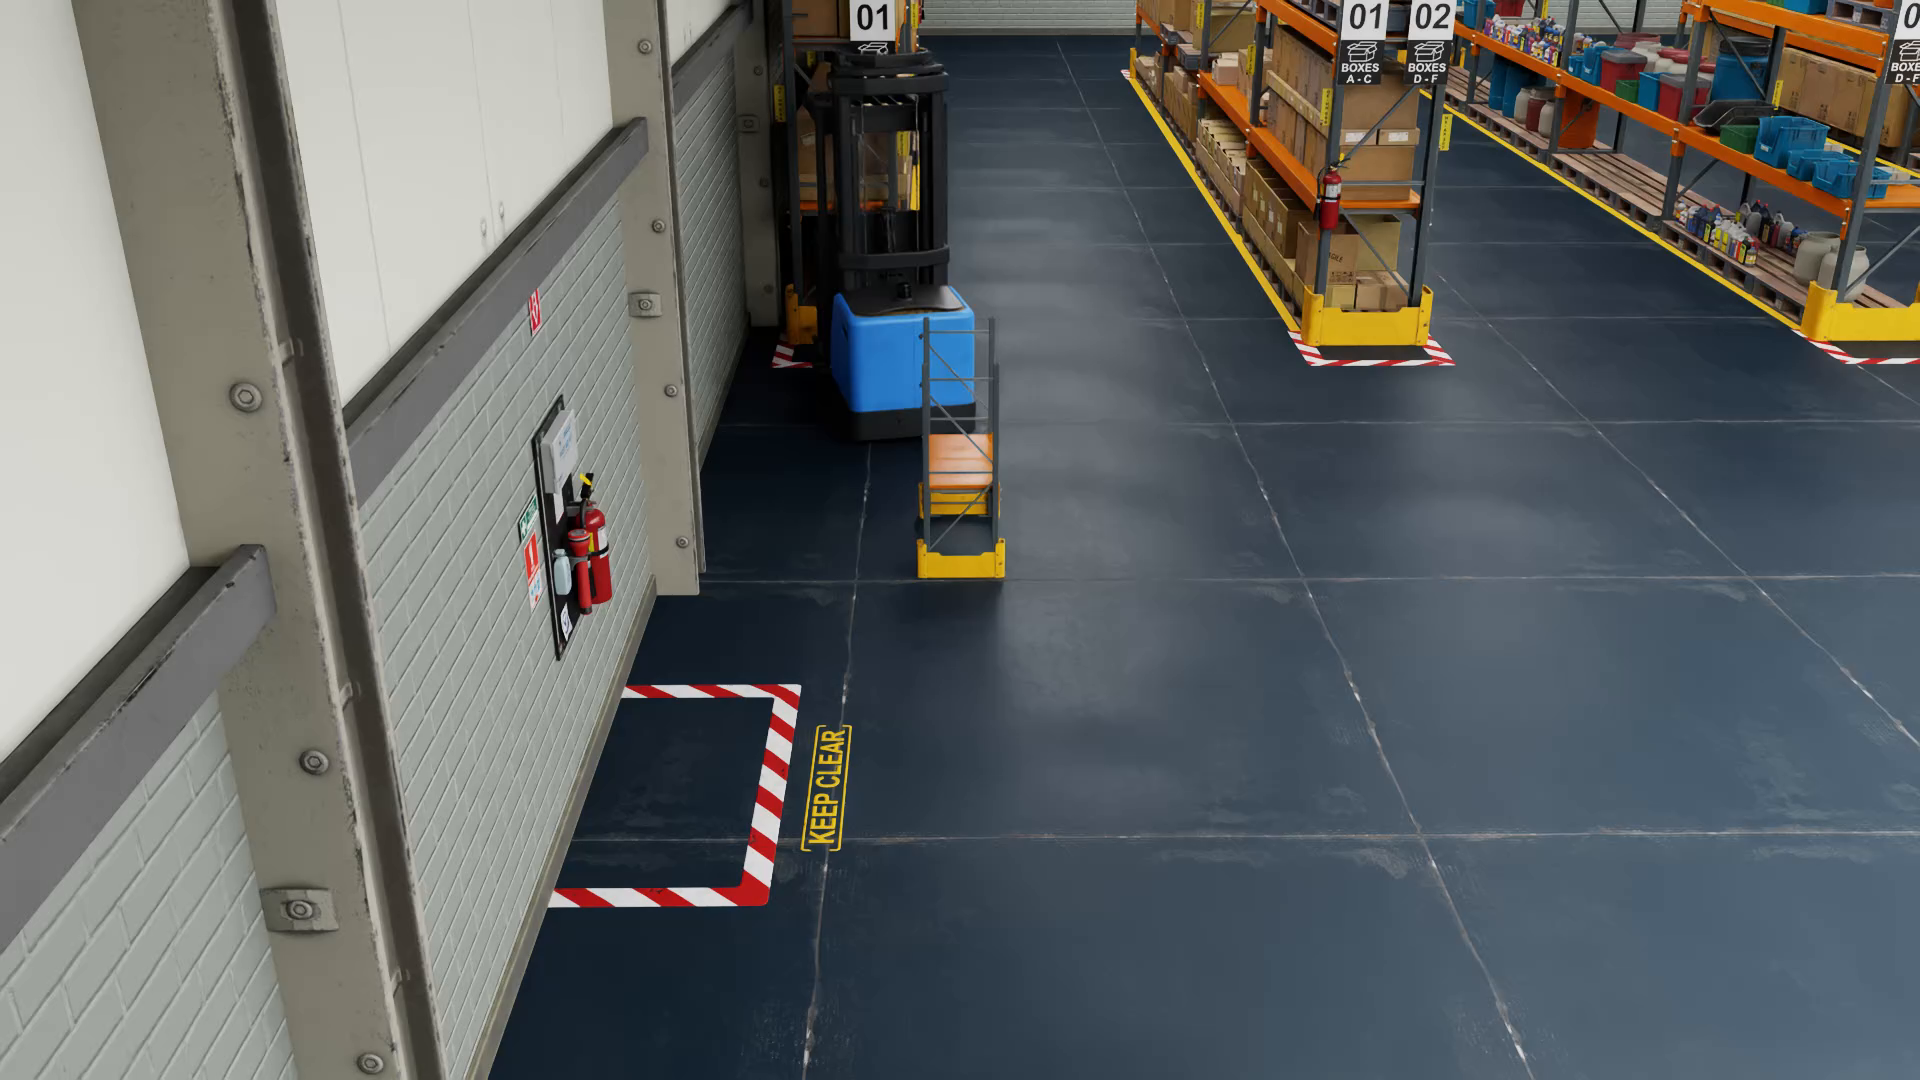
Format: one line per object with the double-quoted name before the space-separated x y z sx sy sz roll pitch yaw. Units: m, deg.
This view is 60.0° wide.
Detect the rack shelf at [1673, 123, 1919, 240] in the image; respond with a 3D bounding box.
"rack shelf" 8.812 -3.815 17.419 1.077 0.370 4.000 0 24 -1

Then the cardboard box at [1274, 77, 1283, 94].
"cardboard box" 3.653 -4.966 18.182 0.380 0.149 0.250 -1 24 -2

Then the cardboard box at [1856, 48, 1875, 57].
"cardboard box" 13.437 -7.305 24.140 0.500 0.500 0.500 -1 24 -2

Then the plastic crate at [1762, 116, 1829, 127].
"plastic crate" 9.073 -4.445 18.118 0.499 0.251 0.616 0 24 -1

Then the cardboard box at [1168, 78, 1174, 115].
"cardboard box" 3.528 -6.884 25.831 0.500 0.500 0.500 0 24 0

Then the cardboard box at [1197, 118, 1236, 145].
"cardboard box" 3.505 -5.572 22.576 0.500 0.311 0.500 1 24 1

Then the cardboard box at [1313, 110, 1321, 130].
"cardboard box" 3.678 -4.113 16.295 0.380 0.149 0.250 0 24 0

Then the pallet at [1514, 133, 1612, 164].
"pallet" 8.696 -5.670 24.030 1.003 0.211 1.213 0 24 -1

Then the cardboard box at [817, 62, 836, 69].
"cardboard box" -1.320 -5.011 18.436 0.500 0.500 0.500 -1 24 -2

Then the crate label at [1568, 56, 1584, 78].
"crate label" 8.376 -6.364 22.384 0.303 0.233 0.416 0 24 -1

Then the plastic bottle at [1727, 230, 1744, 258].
"plastic bottle" 8.398 -3.194 17.944 0.152 0.276 0.135 -1 24 -2

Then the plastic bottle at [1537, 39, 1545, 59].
"plastic bottle" 8.325 -7.025 23.798 0.097 0.271 0.097 0 24 0

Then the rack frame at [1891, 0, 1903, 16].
"rack frame" 8.833 -6.052 14.212 1.000 3.000 0.127 0 24 -1

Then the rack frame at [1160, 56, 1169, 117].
"rack frame" 3.749 -8.243 26.336 1.000 3.000 0.127 0 24 -1

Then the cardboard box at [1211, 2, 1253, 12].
"cardboard box" 3.855 -7.468 23.992 0.700 0.500 0.500 4 25 9

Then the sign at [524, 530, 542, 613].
"sign" -1.988 0.144 7.748 0.001 0.329 0.234 0 24 -1

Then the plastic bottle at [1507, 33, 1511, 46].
"plastic bottle" 8.311 -7.551 25.047 0.097 0.201 0.097 0 24 0

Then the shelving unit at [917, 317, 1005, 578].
"shelving unit" 0.001 -0.652 11.371 0.587 1.500 1.083 0 24 -1

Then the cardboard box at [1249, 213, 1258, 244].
"cardboard box" 3.539 -3.486 18.646 0.500 0.250 0.500 0 24 -1

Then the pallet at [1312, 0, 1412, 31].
"pallet" 3.899 -4.916 15.447 1.003 0.211 1.213 0 24 -1

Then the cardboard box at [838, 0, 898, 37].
"cardboard box" -0.827 -4.835 15.014 0.500 0.500 0.500 0 24 1

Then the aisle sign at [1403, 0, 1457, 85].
"aisle sign" 4.187 -4.457 14.810 0.394 0.787 0.004 0 24 -1

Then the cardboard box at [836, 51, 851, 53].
"cardboard box" -1.087 -5.609 19.856 0.700 0.500 0.500 2 24 5

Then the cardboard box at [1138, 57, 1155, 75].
"cardboard box" 3.434 -8.407 29.502 0.500 0.250 0.500 0 24 -1

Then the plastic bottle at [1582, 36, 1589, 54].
"plastic bottle" 9.081 -7.165 24.109 0.097 0.271 0.097 0 24 0

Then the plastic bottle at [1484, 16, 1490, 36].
"plastic bottle" 8.280 -8.058 26.067 0.061 0.283 0.133 0 24 -1

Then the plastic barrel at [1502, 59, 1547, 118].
"plastic barrel" 8.699 -6.983 25.586 0.600 0.901 0.708 0 24 -1

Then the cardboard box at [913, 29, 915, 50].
"cardboard box" -0.906 -7.178 23.475 0.500 0.500 0.500 1 24 1

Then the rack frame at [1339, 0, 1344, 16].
"rack frame" 3.880 -6.032 14.166 1.000 3.000 0.127 0 24 -1

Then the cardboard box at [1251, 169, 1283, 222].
"cardboard box" 3.542 -3.828 18.491 0.500 0.500 0.500 0 24 -1

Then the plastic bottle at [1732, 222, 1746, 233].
"plastic bottle" 8.538 -3.350 18.289 0.152 0.276 0.135 0 24 -1

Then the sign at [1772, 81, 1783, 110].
"sign" 9.340 -5.091 19.031 0.100 0.325 0.005 0 24 -1

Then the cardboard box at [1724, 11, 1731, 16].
"cardboard box" 13.304 -9.038 28.399 0.380 0.149 0.250 -1 24 -2

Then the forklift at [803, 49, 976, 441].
"forklift" -0.700 -2.712 14.190 1.130 2.935 3.031 -5 25 -12

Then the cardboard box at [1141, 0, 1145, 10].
"cardboard box" 3.458 -9.540 29.082 0.500 0.500 0.500 0 24 -1

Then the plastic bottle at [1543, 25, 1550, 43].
"plastic bottle" 8.915 -7.678 25.242 0.097 0.271 0.097 0 24 0

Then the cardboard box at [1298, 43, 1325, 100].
"cardboard box" 3.864 -4.780 16.983 0.700 0.500 0.500 0 24 -1

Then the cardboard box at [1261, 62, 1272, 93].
"cardboard box" 3.839 -5.526 20.206 0.500 0.500 0.500 1 24 3

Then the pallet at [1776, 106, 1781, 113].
"pallet" 13.725 -7.329 27.699 1.003 0.211 1.213 0 24 -1

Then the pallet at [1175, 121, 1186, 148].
"pallet" 3.812 -6.133 25.055 1.003 0.211 1.213 0 24 -1

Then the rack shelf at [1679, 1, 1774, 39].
"rack shelf" 13.633 -8.782 28.401 1.077 0.370 4.000 0 24 -1

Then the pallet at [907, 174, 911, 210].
"pallet" -1.143 -4.477 21.392 1.003 0.211 1.213 0 24 -1

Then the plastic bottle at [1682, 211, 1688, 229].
"plastic bottle" 8.357 -3.676 19.099 0.097 0.201 0.097 0 24 0

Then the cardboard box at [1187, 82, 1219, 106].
"cardboard box" 3.543 -6.405 23.862 0.500 0.250 0.500 1 24 1

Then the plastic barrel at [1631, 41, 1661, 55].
"plastic barrel" 8.971 -6.243 21.779 0.421 0.512 0.421 0 24 0

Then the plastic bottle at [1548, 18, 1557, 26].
"plastic bottle" 9.042 -7.788 25.389 0.144 0.351 0.185 0 24 -1

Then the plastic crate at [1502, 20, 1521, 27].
"plastic crate" 8.840 -8.363 26.849 0.396 0.136 0.243 0 24 -1

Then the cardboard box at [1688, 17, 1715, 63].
"cardboard box" 13.699 -8.894 29.844 0.875 0.875 0.875 0 24 -1

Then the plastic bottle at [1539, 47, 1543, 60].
"plastic bottle" 8.327 -6.953 23.724 0.097 0.201 0.097 0 24 0

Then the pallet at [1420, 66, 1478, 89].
"pallet" 8.629 -8.301 29.849 1.003 0.211 1.213 0 24 -1

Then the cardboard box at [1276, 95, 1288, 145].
"cardboard box" 3.860 -4.592 18.142 0.700 0.500 0.500 -1 24 -1
